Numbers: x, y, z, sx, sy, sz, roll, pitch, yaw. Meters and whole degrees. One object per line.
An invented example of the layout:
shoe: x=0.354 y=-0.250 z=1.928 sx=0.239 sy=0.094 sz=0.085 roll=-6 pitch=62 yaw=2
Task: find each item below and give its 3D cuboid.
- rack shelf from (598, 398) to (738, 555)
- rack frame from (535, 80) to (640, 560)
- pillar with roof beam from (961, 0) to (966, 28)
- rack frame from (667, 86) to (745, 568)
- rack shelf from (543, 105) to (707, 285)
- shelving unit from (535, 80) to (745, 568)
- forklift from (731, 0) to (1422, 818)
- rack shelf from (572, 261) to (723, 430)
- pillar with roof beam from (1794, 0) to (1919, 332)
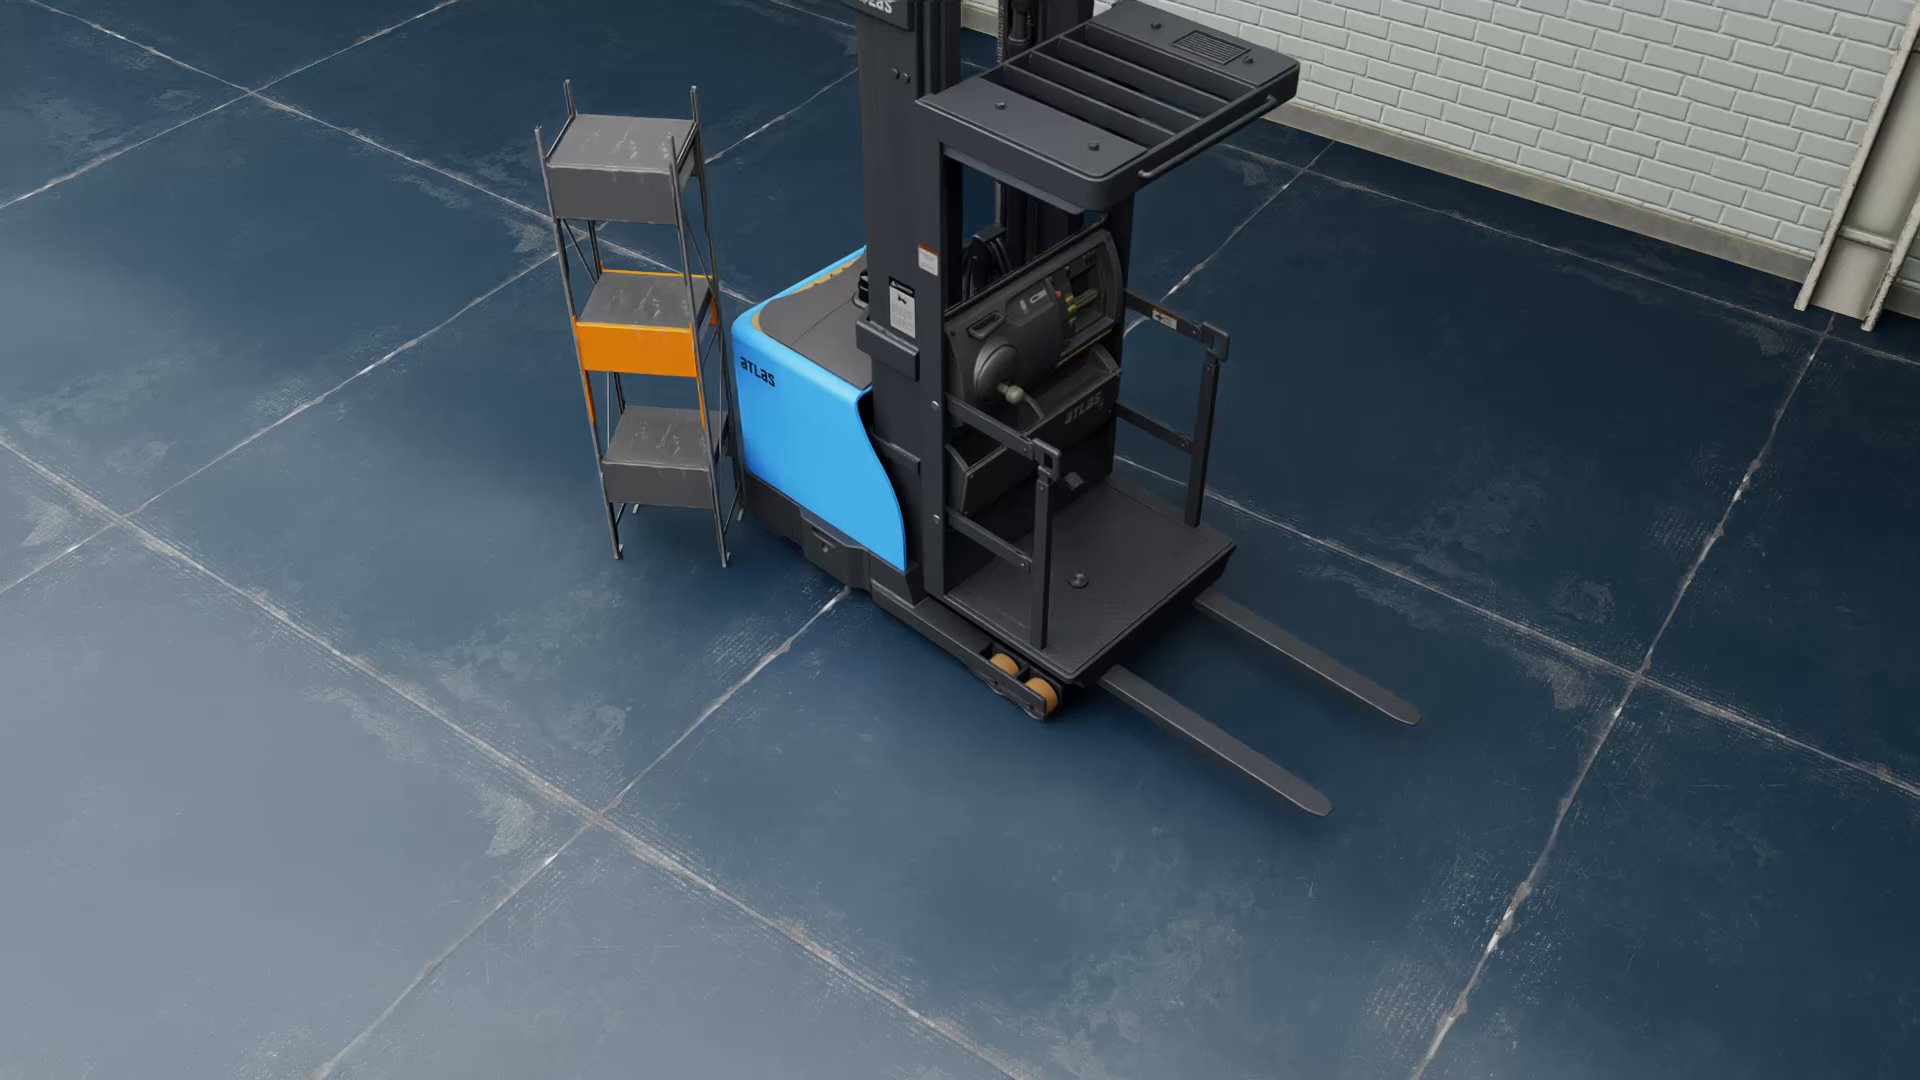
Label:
rack shelf: x=-1.264 y=-0.278 z=7.305 sx=0.480 sy=0.518 sz=0.431 roll=4 pitch=42 yaw=5
rack frame: x=-1.506 y=-0.828 z=6.849 sx=0.015 sy=2.100 sz=0.400 roll=4 pitch=42 yaw=5
pillar with roof beam: x=-2.680 y=-4.550 z=5.835 sx=0.400 sy=9.000 sz=9.100 roll=25 pitch=48 yaw=25
rack frame: x=-1.021 y=-0.793 z=6.809 sx=0.015 sy=2.100 sz=0.400 roll=4 pitch=42 yaw=5
rack shelf: x=-1.264 y=-1.322 z=6.371 sx=0.480 sy=0.518 sz=0.431 roll=4 pitch=42 yaw=5
shelving unit: x=-1.264 y=-0.810 z=6.829 sx=0.503 sy=2.100 sz=0.431 roll=4 pitch=42 yaw=5
forklift: x=0.448 y=-0.771 z=6.162 sx=3.031 sy=2.935 sz=1.130 roll=32 pitch=51 yaw=31
rack shelf: x=-1.264 y=-0.800 z=6.838 sx=0.480 sy=0.518 sz=0.431 roll=4 pitch=42 yaw=5
pillar with roof beam: x=2.233 y=-2.253 z=3.267 sx=0.400 sy=9.000 sz=9.100 roll=25 pitch=48 yaw=25
